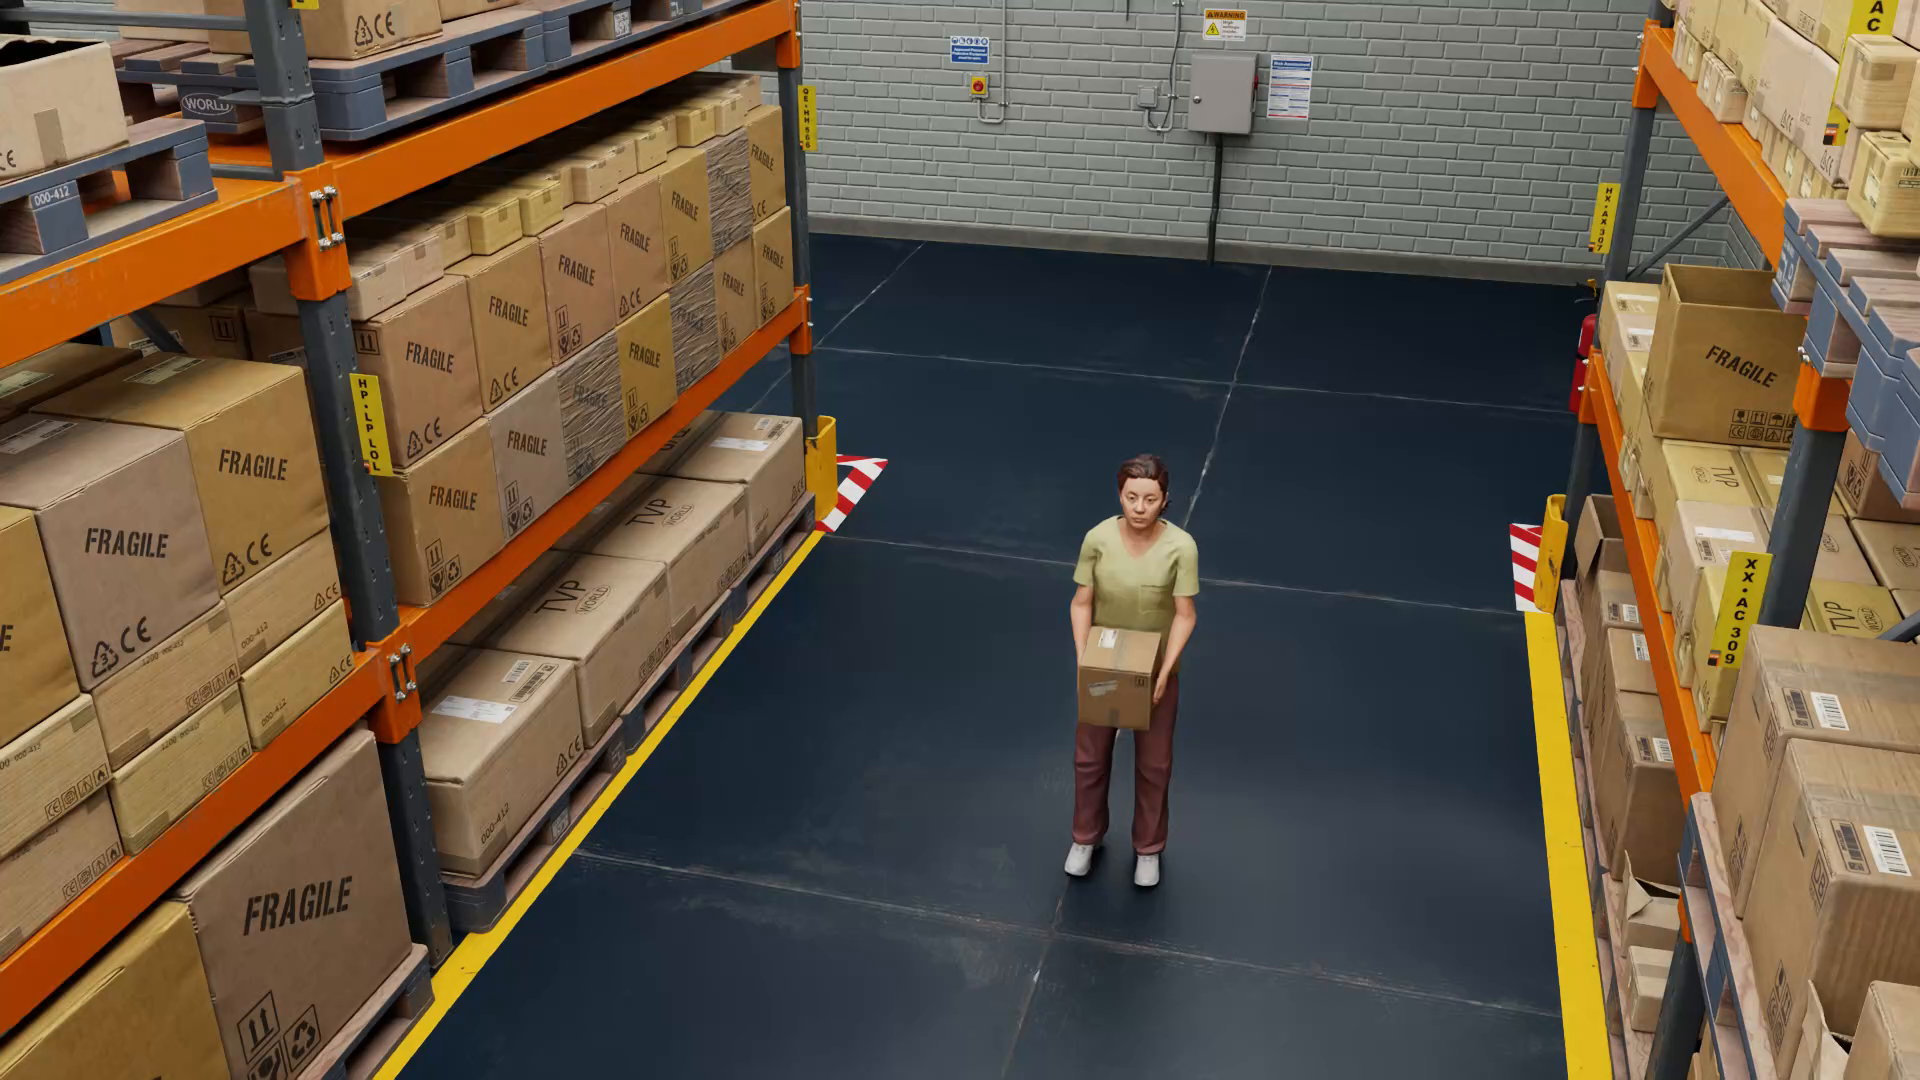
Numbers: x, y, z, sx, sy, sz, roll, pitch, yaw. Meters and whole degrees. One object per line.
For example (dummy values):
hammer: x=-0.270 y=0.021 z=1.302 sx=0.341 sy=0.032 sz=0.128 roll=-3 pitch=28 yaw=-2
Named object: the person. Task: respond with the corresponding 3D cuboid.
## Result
person: x=0.615 y=0.501 z=6.055 sx=0.459 sy=1.674 sz=0.499 roll=6 pitch=26 yaw=13
